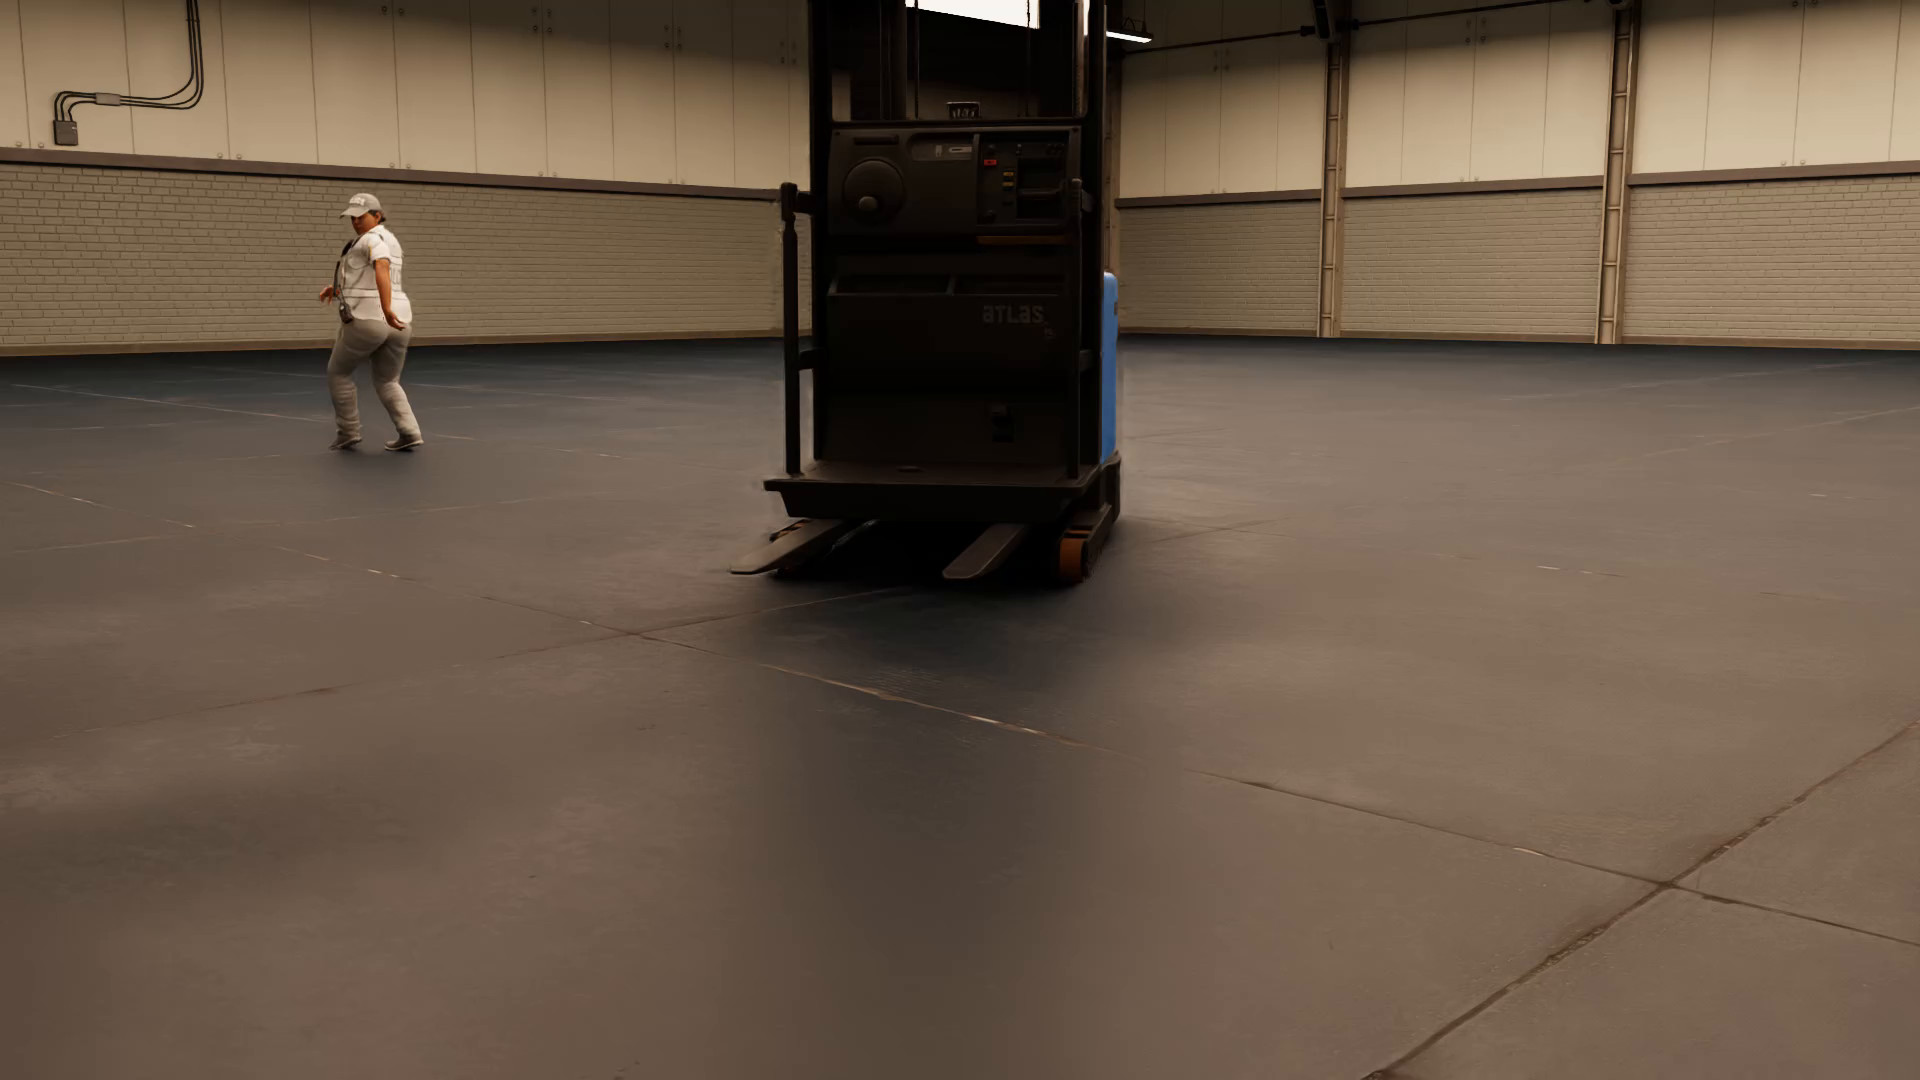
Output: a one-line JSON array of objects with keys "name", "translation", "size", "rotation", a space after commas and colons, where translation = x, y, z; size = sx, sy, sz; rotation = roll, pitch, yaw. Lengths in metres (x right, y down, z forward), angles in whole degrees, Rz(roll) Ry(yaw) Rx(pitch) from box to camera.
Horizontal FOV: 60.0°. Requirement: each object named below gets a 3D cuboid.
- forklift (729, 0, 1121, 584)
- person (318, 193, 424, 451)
[{"name": "forklift", "translation": [-0.056, -1.354, 5.865], "size": [1.130, 2.935, 3.031], "rotation": [1, 9, 10]}, {"name": "person", "translation": [-3.678, -1.342, 10.417], "size": [0.875, 1.629, 0.519], "rotation": [4, 10, 27]}]
